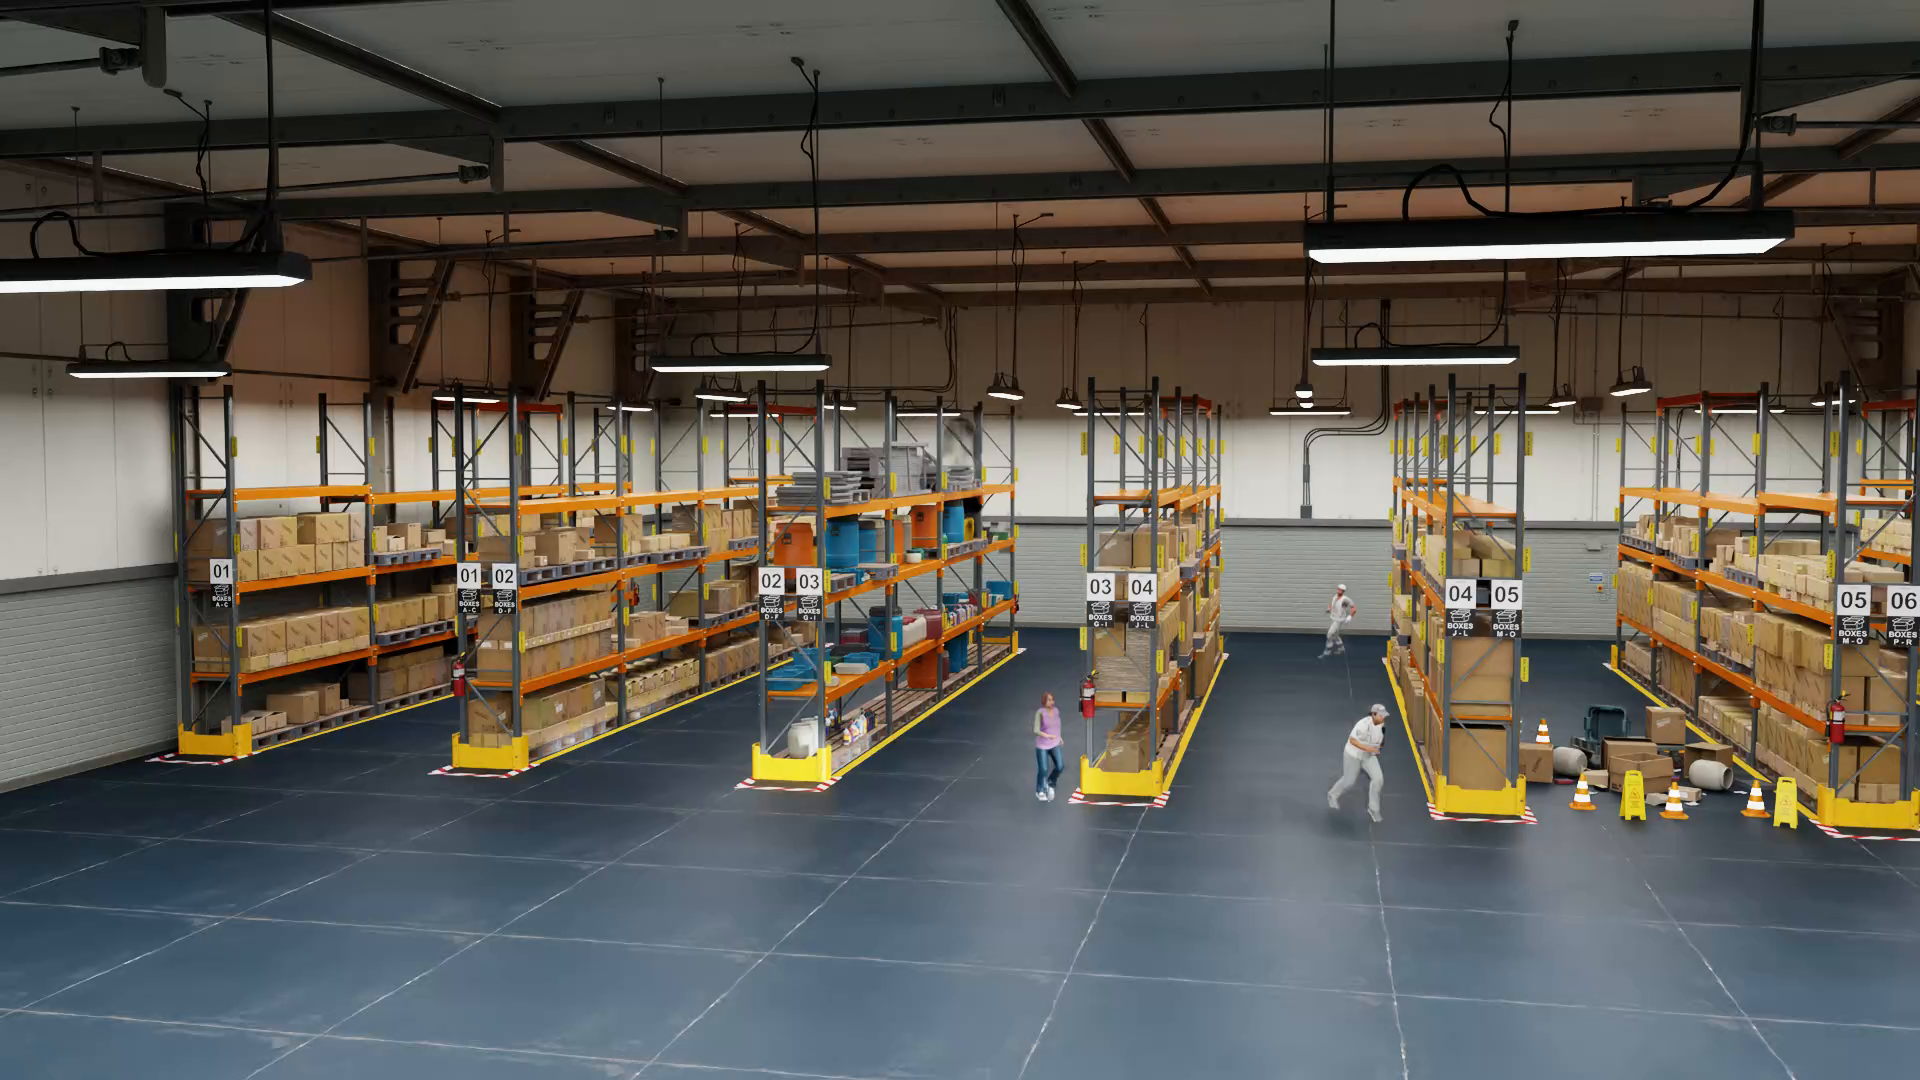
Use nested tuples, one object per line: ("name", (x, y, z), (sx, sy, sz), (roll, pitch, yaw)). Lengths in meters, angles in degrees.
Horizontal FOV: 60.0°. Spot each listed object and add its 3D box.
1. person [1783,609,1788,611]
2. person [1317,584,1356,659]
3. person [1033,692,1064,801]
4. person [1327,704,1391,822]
("person", (16.766, 2.274, 33.776), (0.552, 1.735, 0.801), (0, 3, 5))
("person", (8.885, 1.924, 39.231), (0.844, 1.787, 0.713), (-1, 3, -22))
("person", (1.252, 2.899, 23.298), (0.507, 1.560, 0.701), (-1, 3, -22))
("person", (5.404, 2.983, 22.518), (0.649, 1.627, 1.033), (-2, 4, -36))
